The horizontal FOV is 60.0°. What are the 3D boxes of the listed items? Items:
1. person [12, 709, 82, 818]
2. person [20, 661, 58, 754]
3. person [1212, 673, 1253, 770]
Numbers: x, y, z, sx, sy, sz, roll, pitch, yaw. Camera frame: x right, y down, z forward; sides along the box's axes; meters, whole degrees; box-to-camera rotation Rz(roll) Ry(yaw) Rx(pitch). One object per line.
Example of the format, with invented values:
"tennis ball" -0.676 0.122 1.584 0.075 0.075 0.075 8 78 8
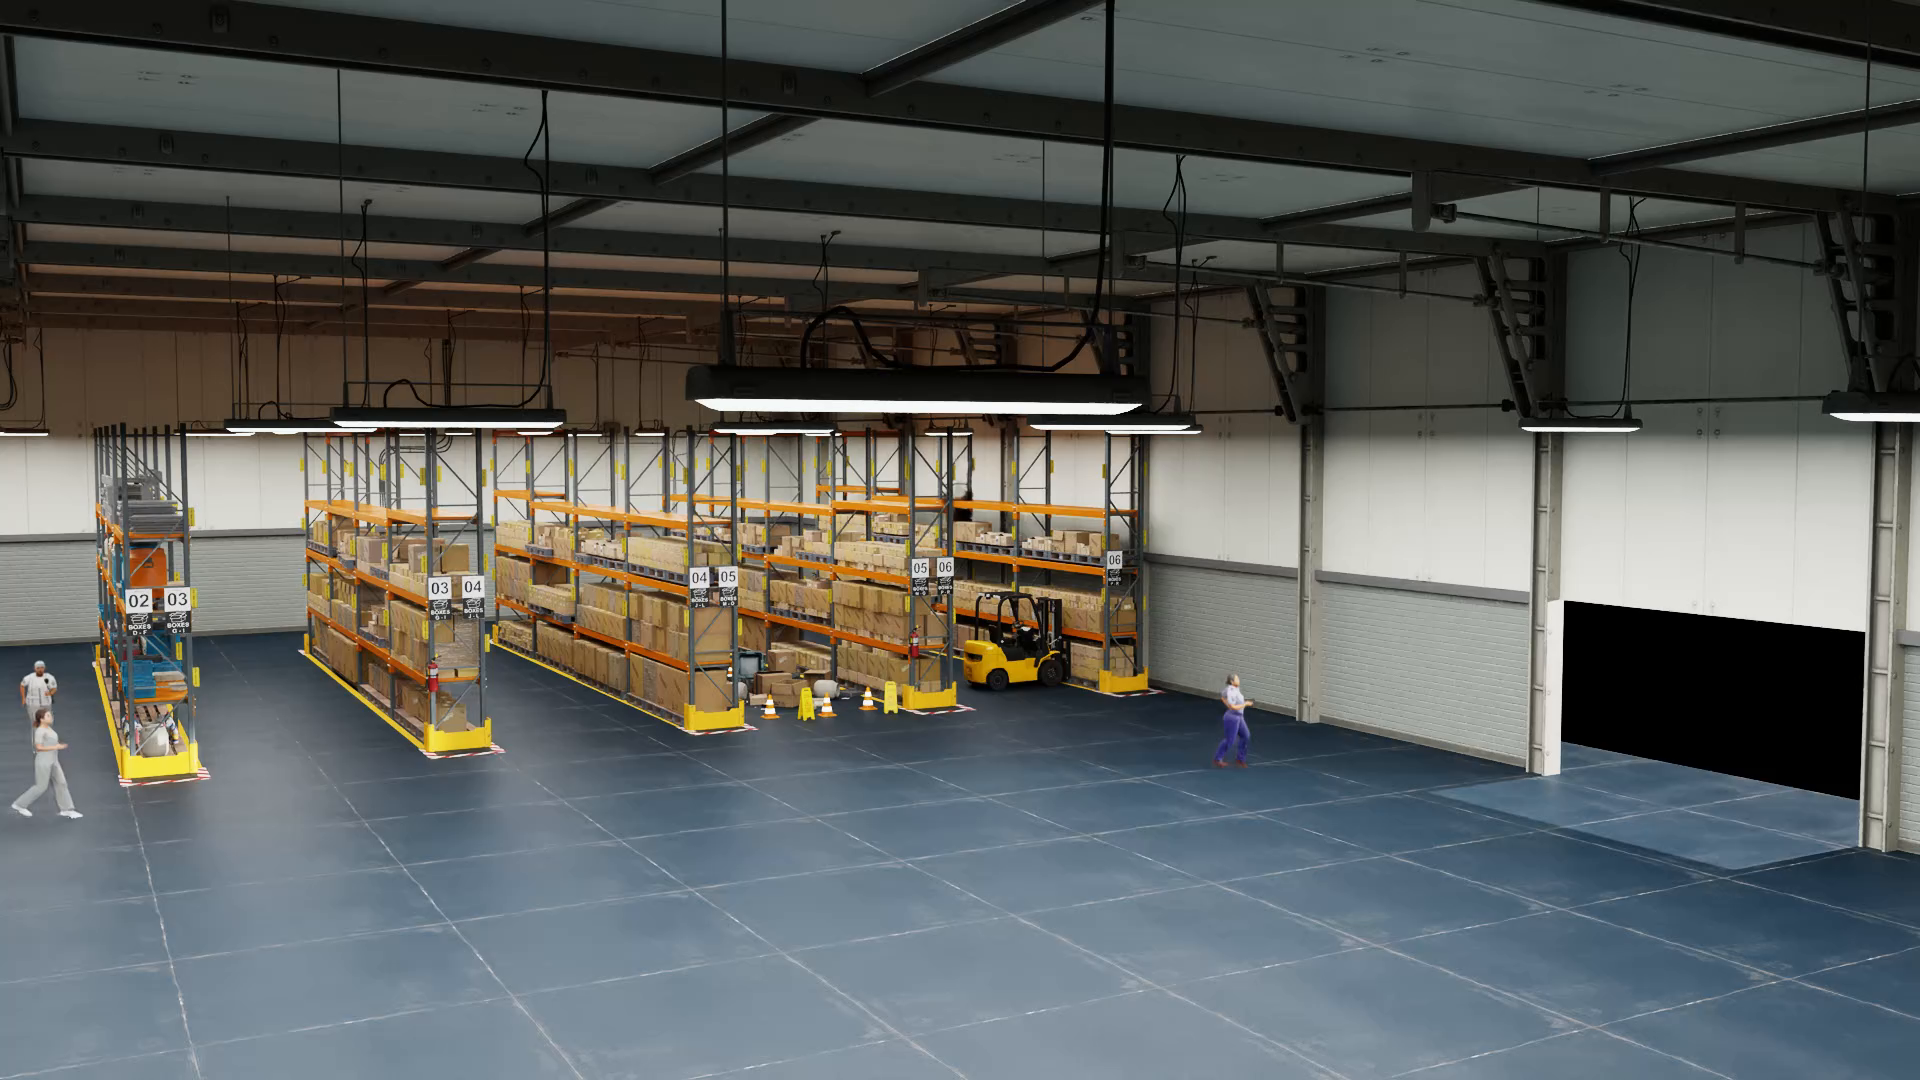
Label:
"person" -13.678 3.356 24.909 0.915 1.673 0.569 0 3 -8
"person" -16.857 3.057 30.466 0.570 1.705 0.796 -3 4 -38
"person" 4.735 3.166 28.818 0.708 1.692 0.585 1 4 19
